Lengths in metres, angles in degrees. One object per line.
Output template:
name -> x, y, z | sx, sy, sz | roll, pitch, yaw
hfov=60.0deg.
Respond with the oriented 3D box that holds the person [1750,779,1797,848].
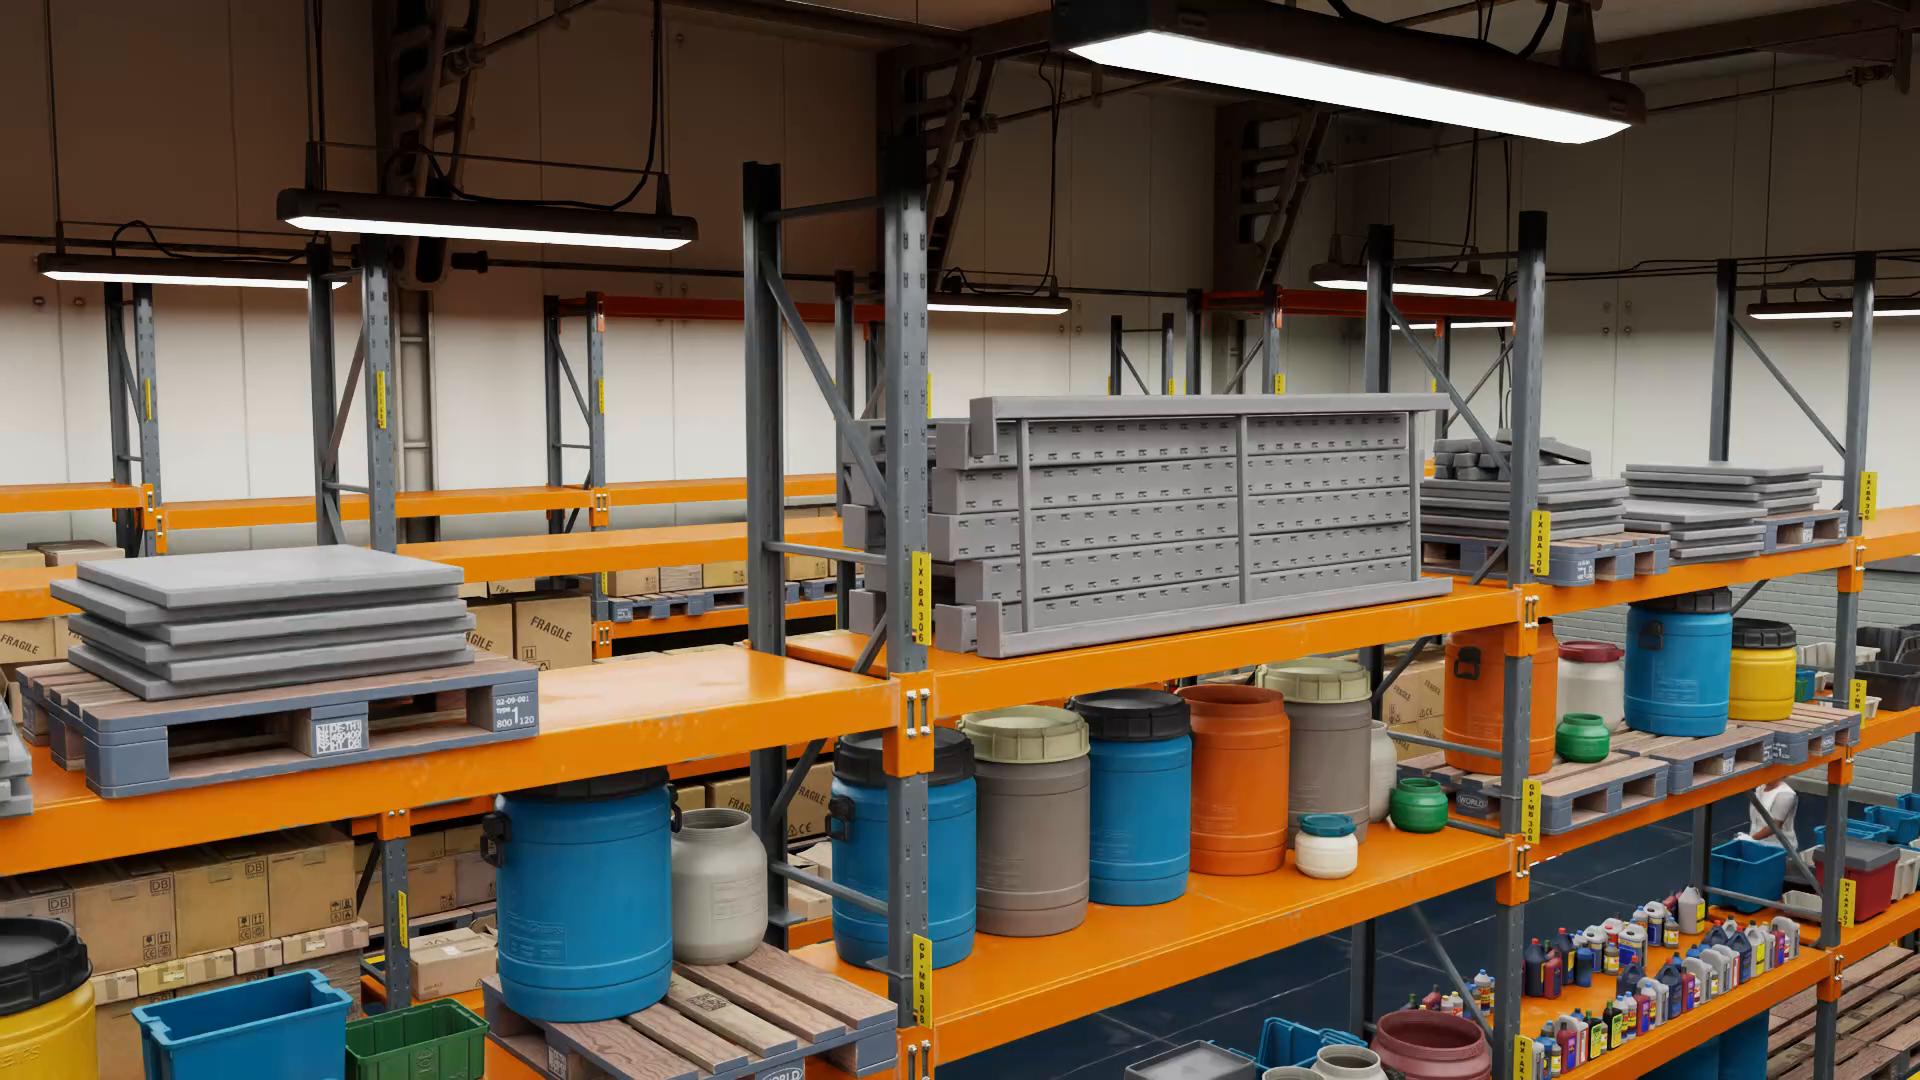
person -> 7.417, 2.824, 15.314 | 1.024, 1.687, 0.517 | -2, 6, -19
